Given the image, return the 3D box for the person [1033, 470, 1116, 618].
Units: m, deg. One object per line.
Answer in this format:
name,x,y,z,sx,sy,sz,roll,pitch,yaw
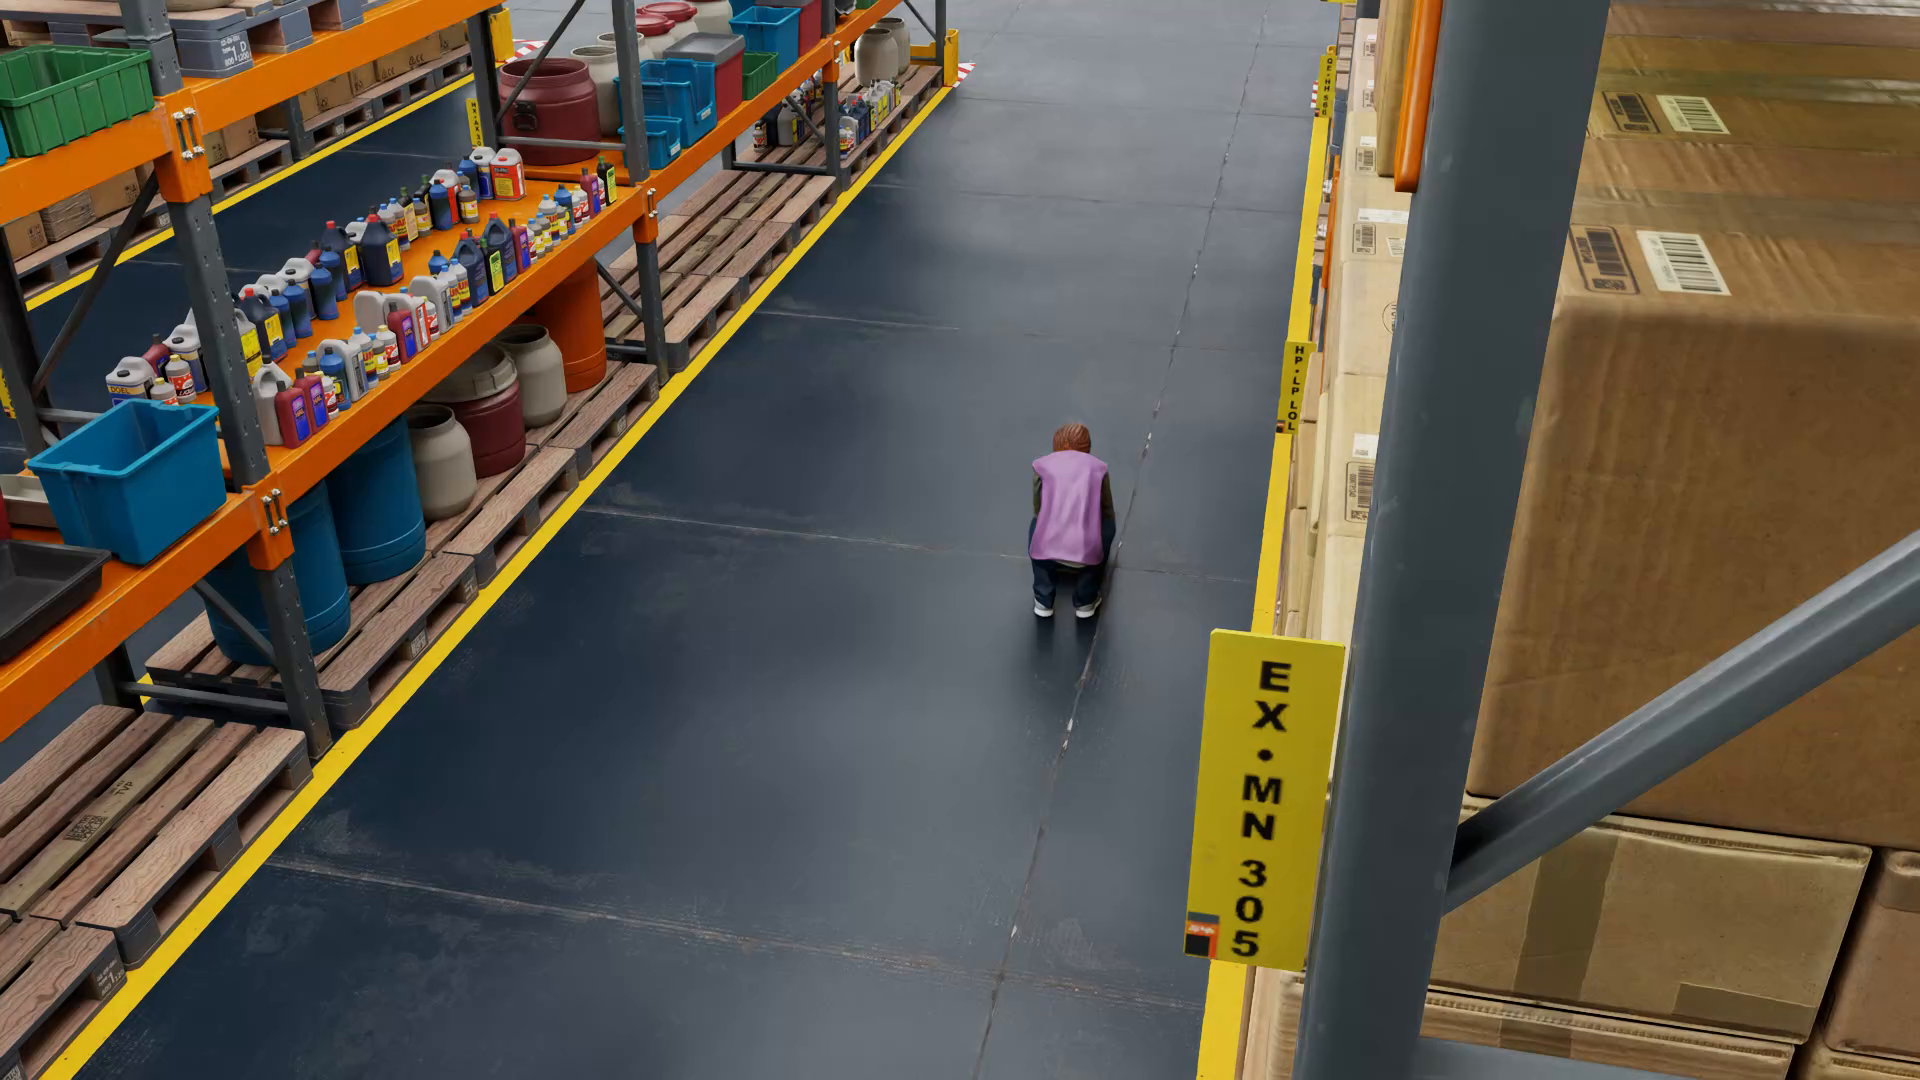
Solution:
person,0.513,-0.010,8.047,0.408,0.731,0.665,6,30,11
